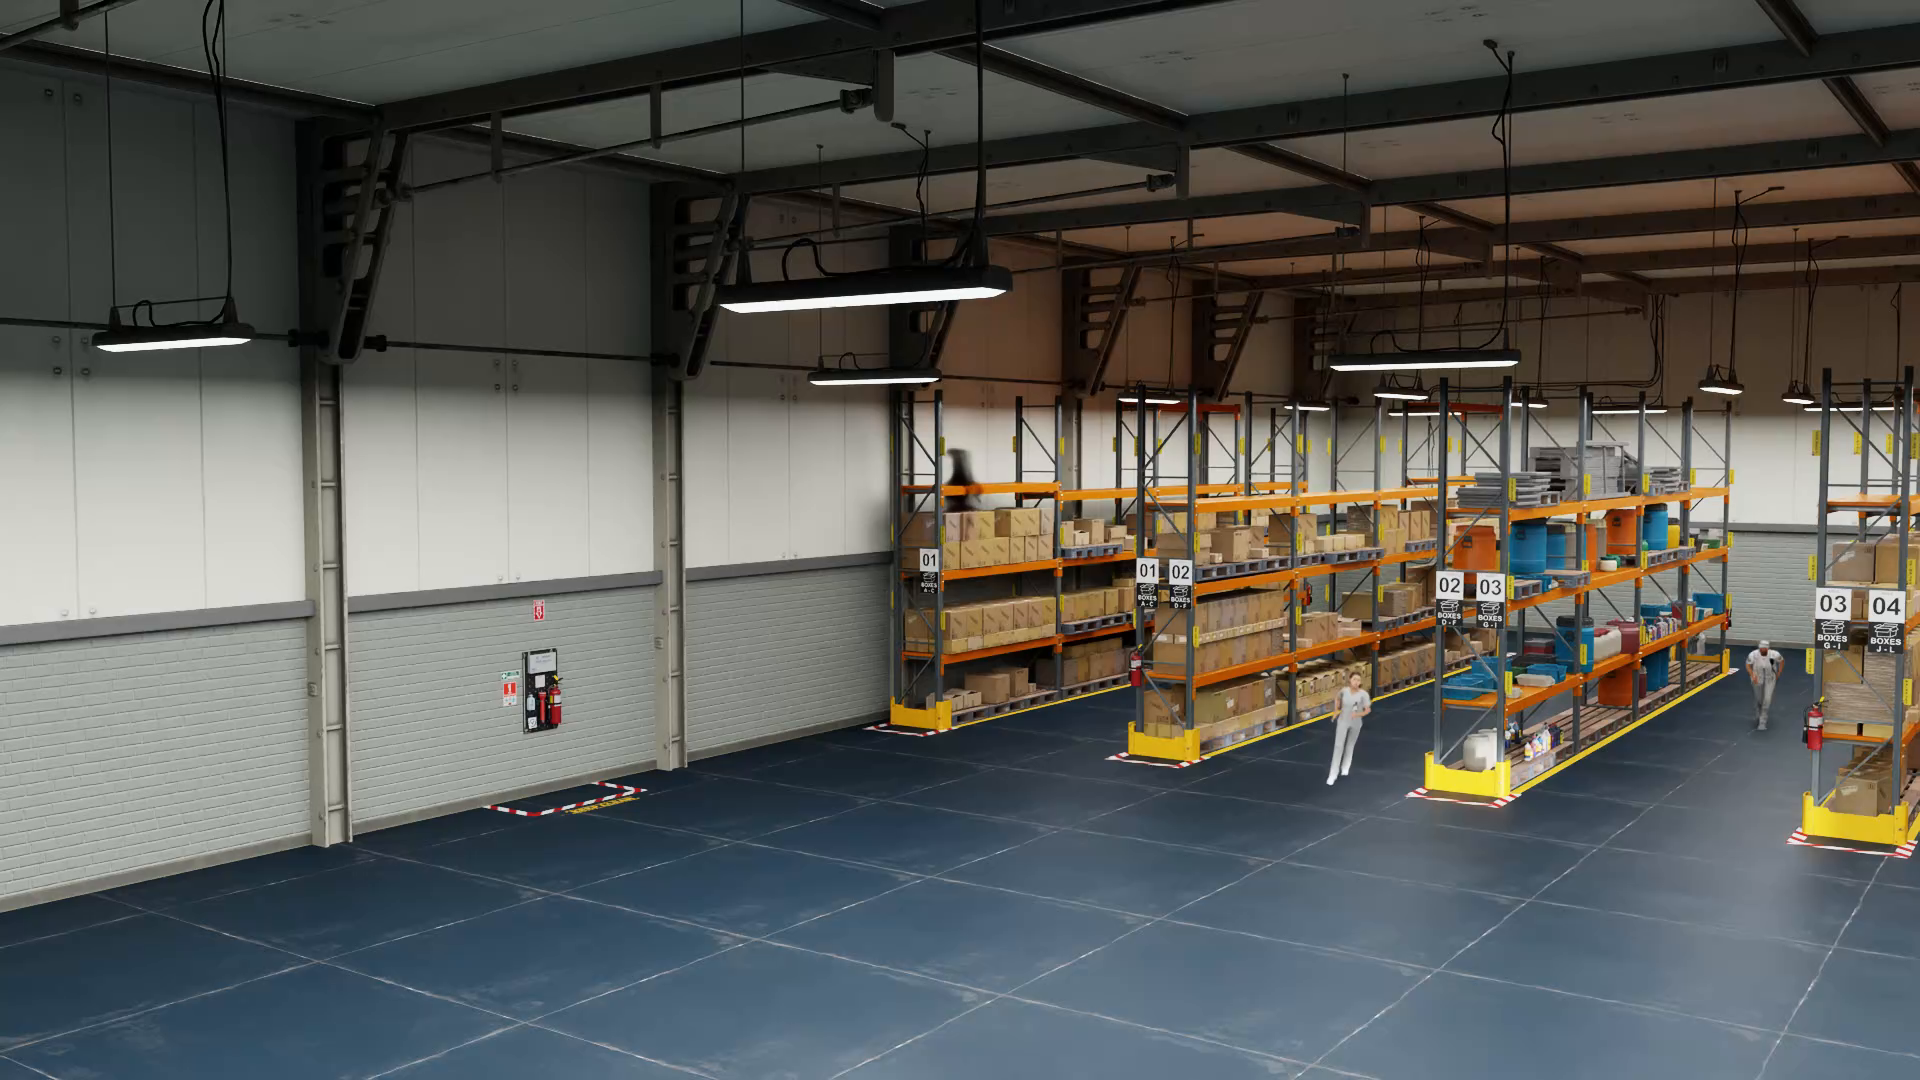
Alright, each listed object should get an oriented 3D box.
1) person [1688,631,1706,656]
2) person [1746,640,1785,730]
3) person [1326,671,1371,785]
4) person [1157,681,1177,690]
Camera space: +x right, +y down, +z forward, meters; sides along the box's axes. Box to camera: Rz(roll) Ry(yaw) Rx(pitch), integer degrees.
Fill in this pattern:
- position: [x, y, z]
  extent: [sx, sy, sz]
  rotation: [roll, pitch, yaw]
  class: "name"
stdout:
- position: [17.059, 2.007, 38.568]
  extent: [0.709, 1.603, 1.192]
  rotation: [-2, 4, -29]
  class: "person"
- position: [14.376, 2.558, 29.719]
  extent: [0.629, 1.629, 1.001]
  rotation: [1, 3, 21]
  class: "person"
- position: [5.792, 2.756, 24.717]
  extent: [0.613, 1.645, 0.913]
  rotation: [1, 3, 16]
  class: "person"
- position: [4.017, 2.383, 31.661]
  extent: [0.724, 1.725, 0.773]
  rotation: [2, 4, 36]
  class: "person"
